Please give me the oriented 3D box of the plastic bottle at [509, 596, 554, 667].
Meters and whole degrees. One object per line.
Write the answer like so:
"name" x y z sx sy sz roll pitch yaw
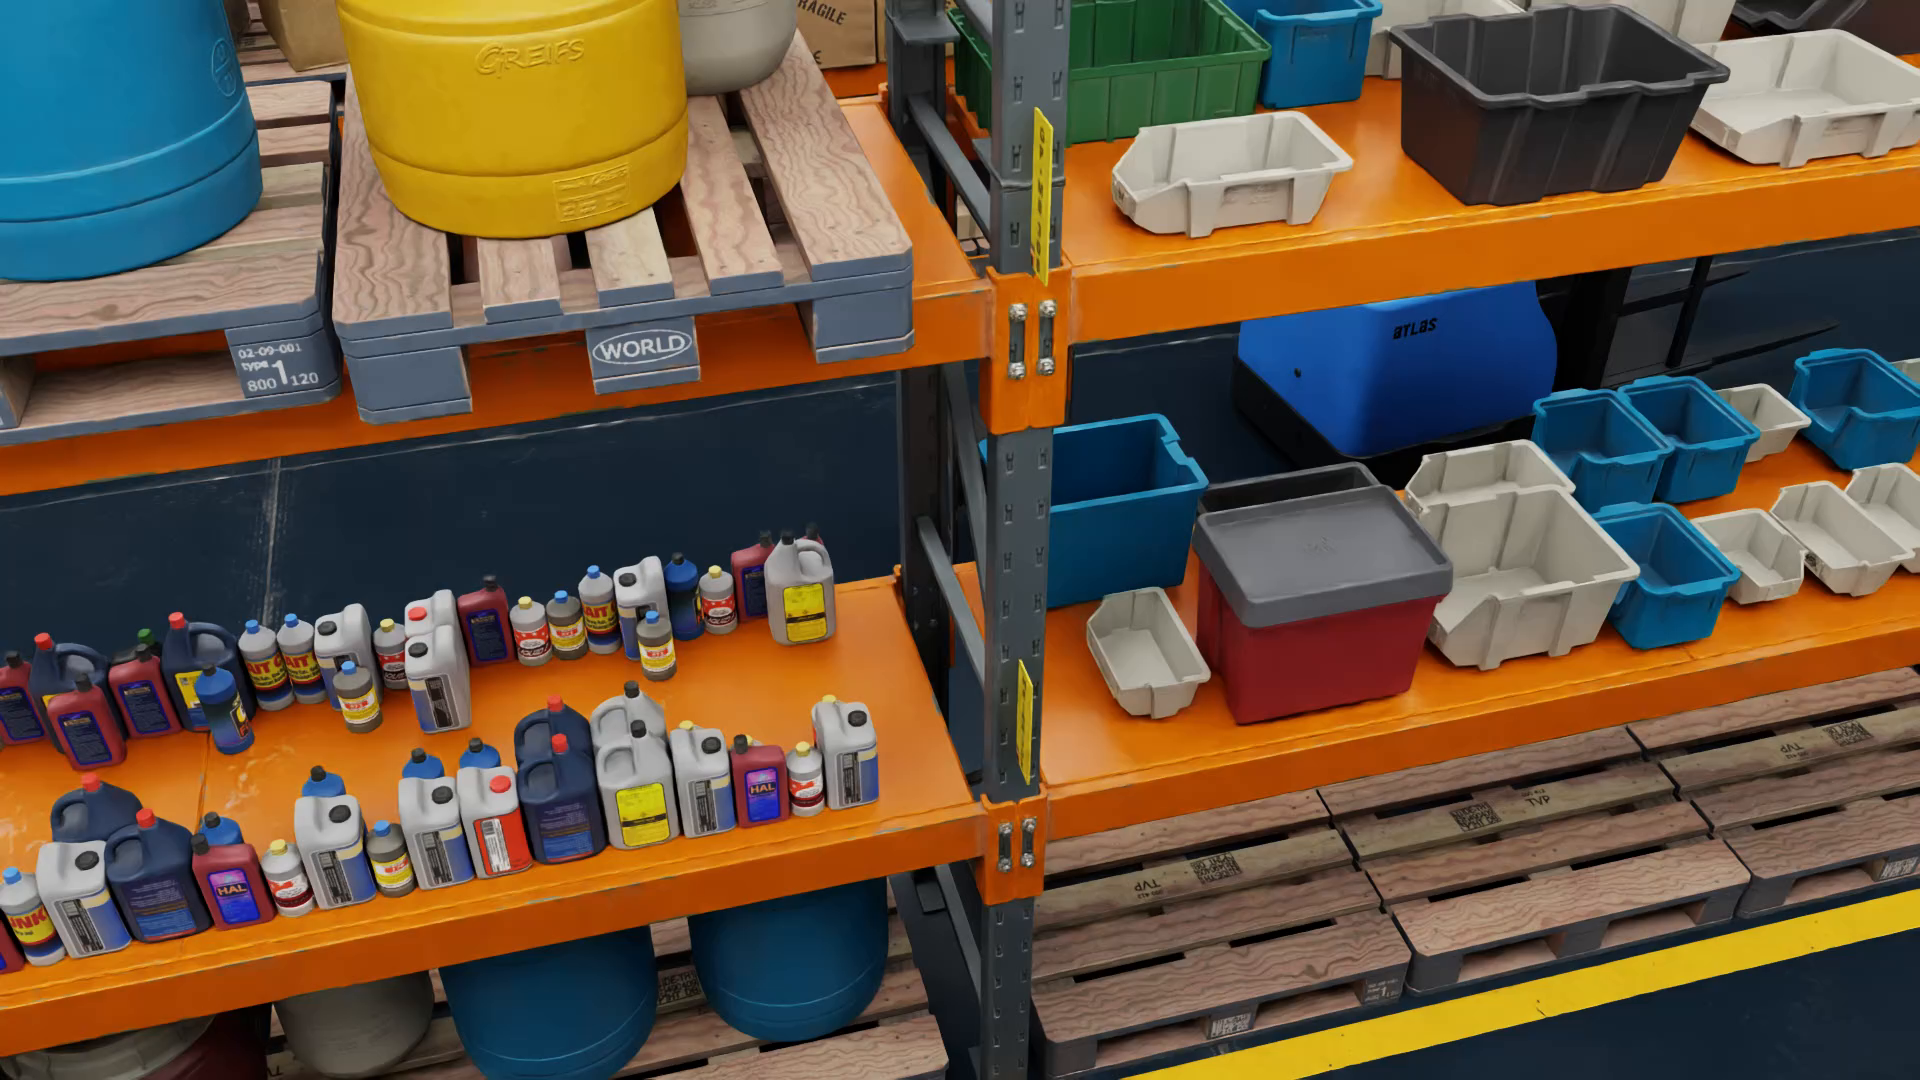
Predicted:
"plastic bottle" -1.194 0.245 4.624 0.097 0.201 0.097 0 37 0

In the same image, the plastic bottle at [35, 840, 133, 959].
"plastic bottle" -2.009 0.810 3.825 0.135 0.276 0.152 -9 38 -12

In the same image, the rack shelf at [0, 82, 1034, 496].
"rack shelf" -1.919 -0.364 3.380 4.000 0.370 1.077 -9 38 -12

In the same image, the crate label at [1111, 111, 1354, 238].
"crate label" 0.560 -0.769 3.535 0.466 0.136 0.293 -9 38 -12

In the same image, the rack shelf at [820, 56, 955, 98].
"rack shelf" 0.655 -2.712 8.918 4.000 0.370 1.077 -9 38 -12

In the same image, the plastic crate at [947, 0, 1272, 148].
"plastic crate" 0.342 -1.126 3.959 0.662 0.188 0.450 -9 38 -12

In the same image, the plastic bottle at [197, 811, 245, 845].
"plastic bottle" -1.727 0.744 3.914 0.097 0.271 0.097 0 37 0

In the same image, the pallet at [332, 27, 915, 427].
"pallet" -0.719 -0.710 3.395 1.003 0.211 1.213 -9 38 -12

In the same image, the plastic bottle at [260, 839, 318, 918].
"plastic bottle" -1.582 0.786 3.917 0.097 0.201 0.097 0 37 0

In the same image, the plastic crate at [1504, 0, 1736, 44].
"plastic crate" 1.654 -1.383 4.217 0.530 0.282 0.437 -9 38 -12

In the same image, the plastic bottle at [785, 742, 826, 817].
"plastic bottle" -0.389 0.591 4.173 0.097 0.201 0.097 0 37 0

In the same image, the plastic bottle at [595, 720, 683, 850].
"plastic bottle" -0.790 0.582 4.060 0.185 0.351 0.144 -9 38 -12

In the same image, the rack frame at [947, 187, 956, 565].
"rack frame" -0.076 -0.822 6.596 0.015 2.100 0.400 -9 38 -12

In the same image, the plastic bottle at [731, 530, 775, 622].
"plastic bottle" -0.582 0.101 4.746 0.133 0.283 0.061 -9 38 -12

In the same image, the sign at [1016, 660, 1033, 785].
"sign" 0.154 0.438 3.980 0.005 0.325 0.100 -9 38 -12

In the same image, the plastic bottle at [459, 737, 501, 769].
"plastic bottle" -1.174 0.596 4.108 0.097 0.271 0.097 0 37 0

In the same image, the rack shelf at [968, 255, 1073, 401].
"rack shelf" 0.160 -0.849 6.655 0.480 0.518 0.431 -9 38 -12

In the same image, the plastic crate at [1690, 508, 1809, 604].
"plastic crate" 2.307 0.062 4.868 0.250 0.136 0.298 -9 38 -12

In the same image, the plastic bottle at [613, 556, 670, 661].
"plastic bottle" -0.887 0.182 4.645 0.135 0.276 0.152 -9 38 -12

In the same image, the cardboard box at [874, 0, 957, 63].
"cardboard box" -0.219 -2.724 8.260 0.500 0.500 0.500 -9 38 -11

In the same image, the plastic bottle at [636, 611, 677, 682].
"plastic bottle" -0.837 0.282 4.576 0.097 0.201 0.097 0 37 0

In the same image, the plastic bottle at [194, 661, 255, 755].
"plastic bottle" -1.921 0.427 4.328 0.097 0.271 0.097 0 37 0

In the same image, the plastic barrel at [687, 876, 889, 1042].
"plastic barrel" -0.517 0.968 4.897 0.708 0.901 0.600 -9 38 -12

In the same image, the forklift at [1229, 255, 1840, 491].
"forklift" 2.869 -1.899 7.321 3.031 2.935 1.130 -14 40 -18

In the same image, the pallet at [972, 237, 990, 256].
"pallet" 0.568 -1.877 9.530 1.213 0.211 1.003 -9 38 -12

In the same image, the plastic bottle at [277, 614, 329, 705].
"plastic bottle" -1.771 0.312 4.479 0.097 0.271 0.097 0 37 0

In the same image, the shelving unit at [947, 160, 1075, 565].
"shelving unit" 0.160 -0.860 6.646 0.503 2.100 0.431 -9 38 -12

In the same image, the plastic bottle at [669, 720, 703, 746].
"plastic bottle" -0.687 0.544 4.234 0.097 0.201 0.097 0 37 0

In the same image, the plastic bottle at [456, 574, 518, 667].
"plastic bottle" -1.310 0.220 4.589 0.133 0.283 0.061 -9 38 -12

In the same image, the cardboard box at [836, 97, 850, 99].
"cardboard box" -0.799 -2.119 9.247 0.500 0.500 0.500 -9 38 -12

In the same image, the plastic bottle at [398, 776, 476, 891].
"plastic bottle" -1.253 0.686 3.987 0.135 0.276 0.152 -9 38 -12

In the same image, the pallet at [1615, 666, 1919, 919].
"pallet" 3.068 0.807 6.021 1.213 0.211 1.003 -9 38 -12

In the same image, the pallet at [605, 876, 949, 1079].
"pallet" -0.744 1.431 5.206 1.213 0.211 1.003 -9 38 -12

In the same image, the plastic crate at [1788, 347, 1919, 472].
"plastic crate" 2.914 -0.415 5.413 0.300 0.233 0.416 -9 38 -12

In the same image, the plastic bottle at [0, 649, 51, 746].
"plastic bottle" -2.467 0.410 4.341 0.133 0.283 0.061 -9 38 -12

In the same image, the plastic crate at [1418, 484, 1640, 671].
"plastic crate" 1.534 0.115 4.679 0.530 0.282 0.437 -9 38 -12

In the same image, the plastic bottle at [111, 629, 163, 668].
"plastic bottle" -2.159 0.360 4.407 0.133 0.283 0.061 -9 38 -12

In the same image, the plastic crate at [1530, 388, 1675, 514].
"plastic crate" 1.989 -0.264 5.214 0.300 0.233 0.416 -9 38 -12

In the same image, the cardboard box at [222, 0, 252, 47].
"cardboard box" -3.626 -2.452 7.559 0.500 0.500 0.700 -3 37 -3

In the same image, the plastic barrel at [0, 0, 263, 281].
"plastic barrel" -1.596 -0.972 2.825 0.708 0.901 0.600 -9 38 -12

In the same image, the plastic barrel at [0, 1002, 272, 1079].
"plastic barrel" -2.291 1.384 4.612 0.708 0.588 0.600 -9 38 -12

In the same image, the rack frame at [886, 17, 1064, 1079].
"rack frame" 0.012 0.225 4.487 0.127 3.000 1.000 -9 38 -12
